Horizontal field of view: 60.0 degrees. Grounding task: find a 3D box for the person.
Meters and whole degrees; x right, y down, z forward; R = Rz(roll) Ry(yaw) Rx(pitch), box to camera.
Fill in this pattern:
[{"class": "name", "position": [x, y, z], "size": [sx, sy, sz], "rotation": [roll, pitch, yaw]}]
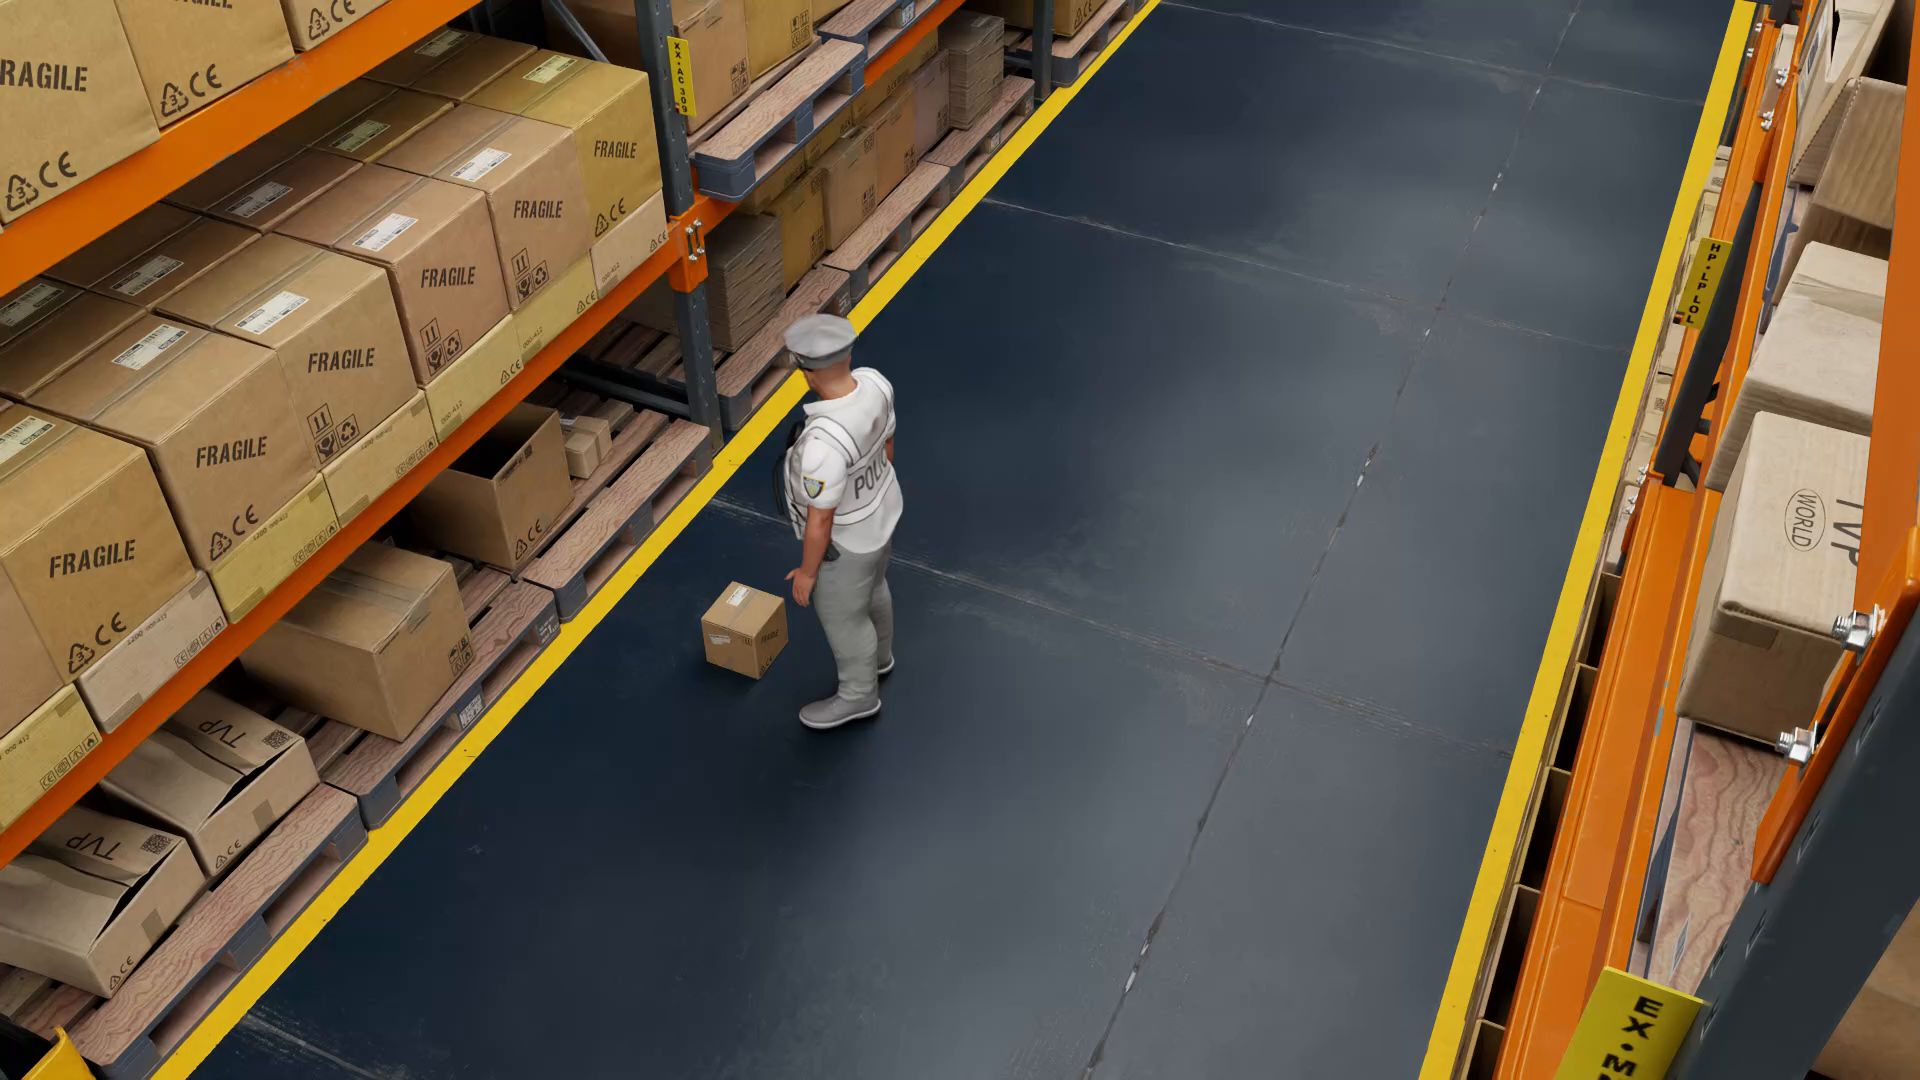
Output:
[{"class": "person", "position": [-0.430, -0.038, 6.179], "size": [0.400, 1.758, 0.610], "rotation": [12, 43, 13]}]
